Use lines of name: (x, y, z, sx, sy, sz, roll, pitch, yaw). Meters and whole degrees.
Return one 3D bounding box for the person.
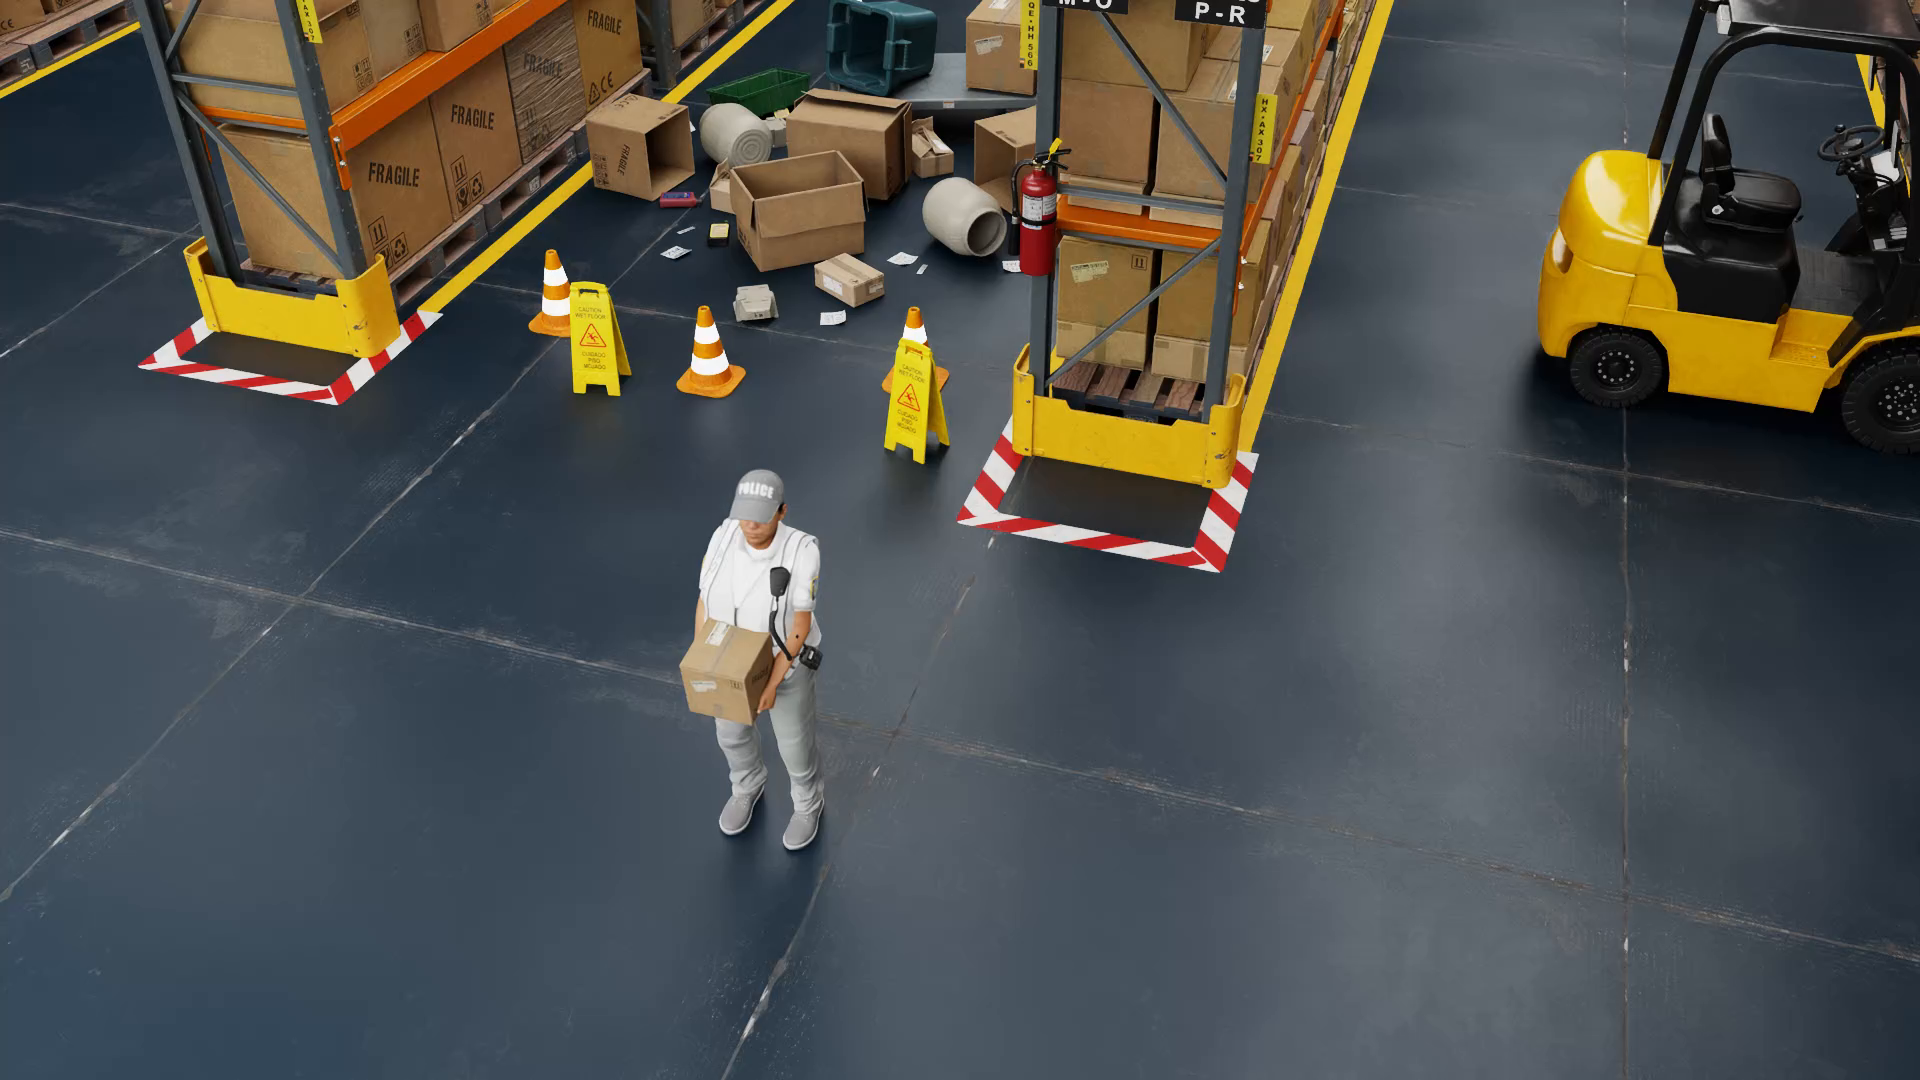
person: (-0.761, 0.496, 6.245, 0.452, 1.654, 0.535, 11, 39, 14)
